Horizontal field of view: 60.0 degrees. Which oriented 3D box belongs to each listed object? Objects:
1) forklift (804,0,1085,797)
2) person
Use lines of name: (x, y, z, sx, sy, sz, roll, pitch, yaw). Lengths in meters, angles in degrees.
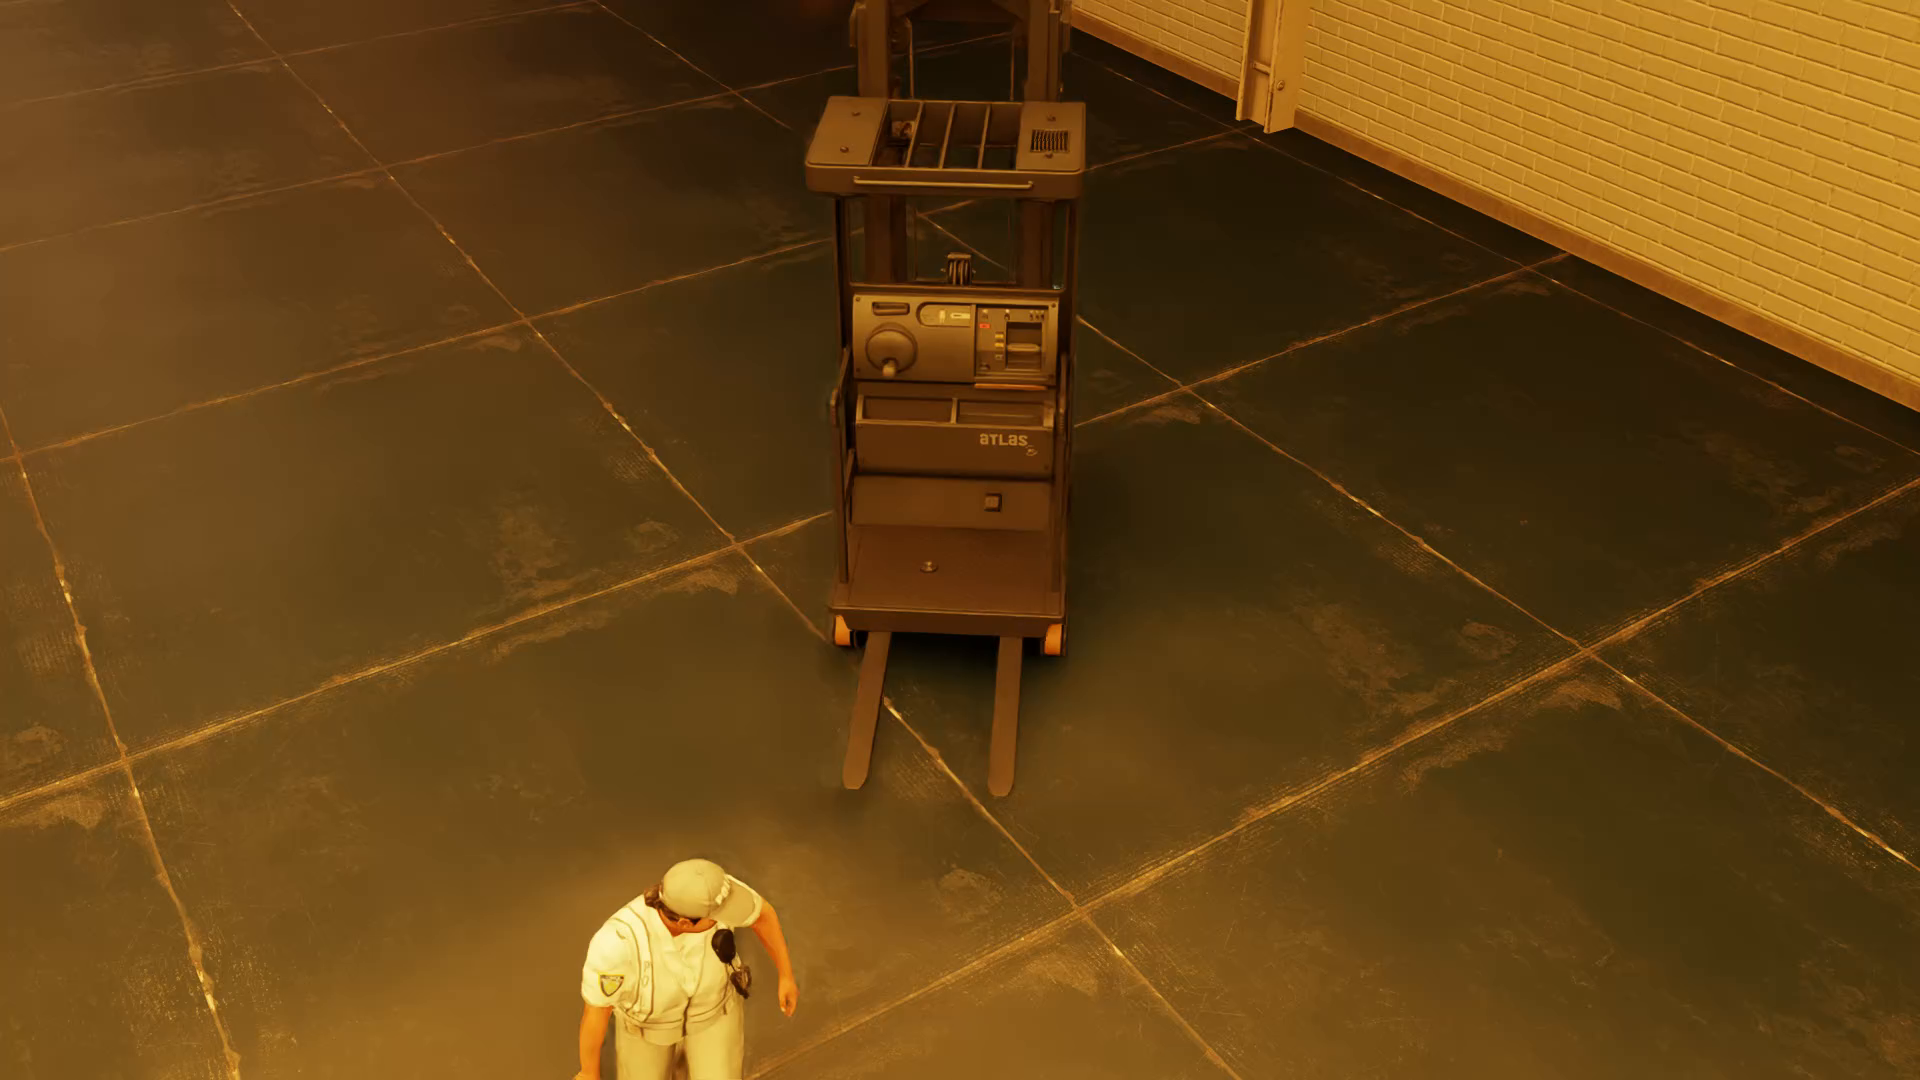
forklift: (-0.034, -0.848, 7.354, 1.130, 2.935, 3.031, 2, 35, 3)
person: (-0.903, 1.469, 5.365, 0.757, 1.456, 0.622, -9, 36, -12)
